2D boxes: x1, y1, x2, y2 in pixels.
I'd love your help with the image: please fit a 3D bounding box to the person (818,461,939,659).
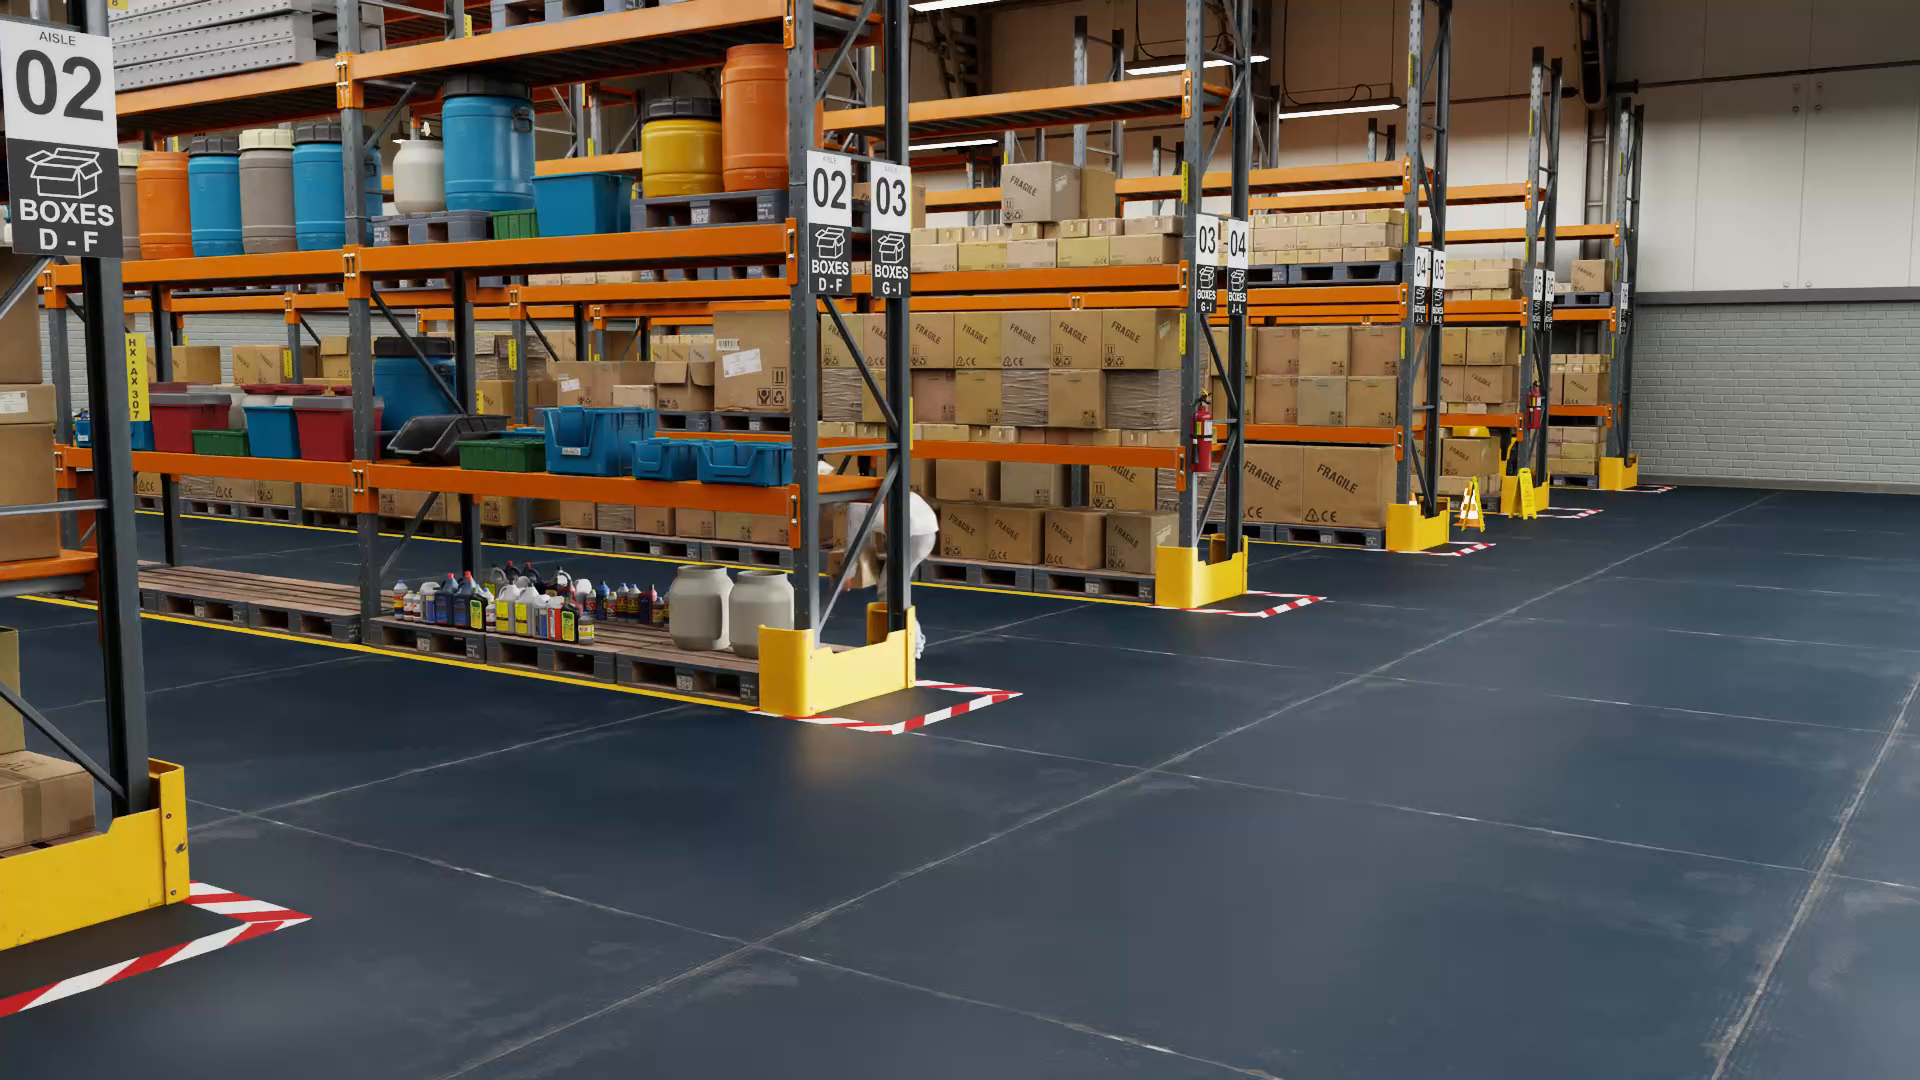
[{"bbox_3d":[-0.615,0.130,11.424,0.936,1.349,0.462,0,6,-1],"label":"person"}]
